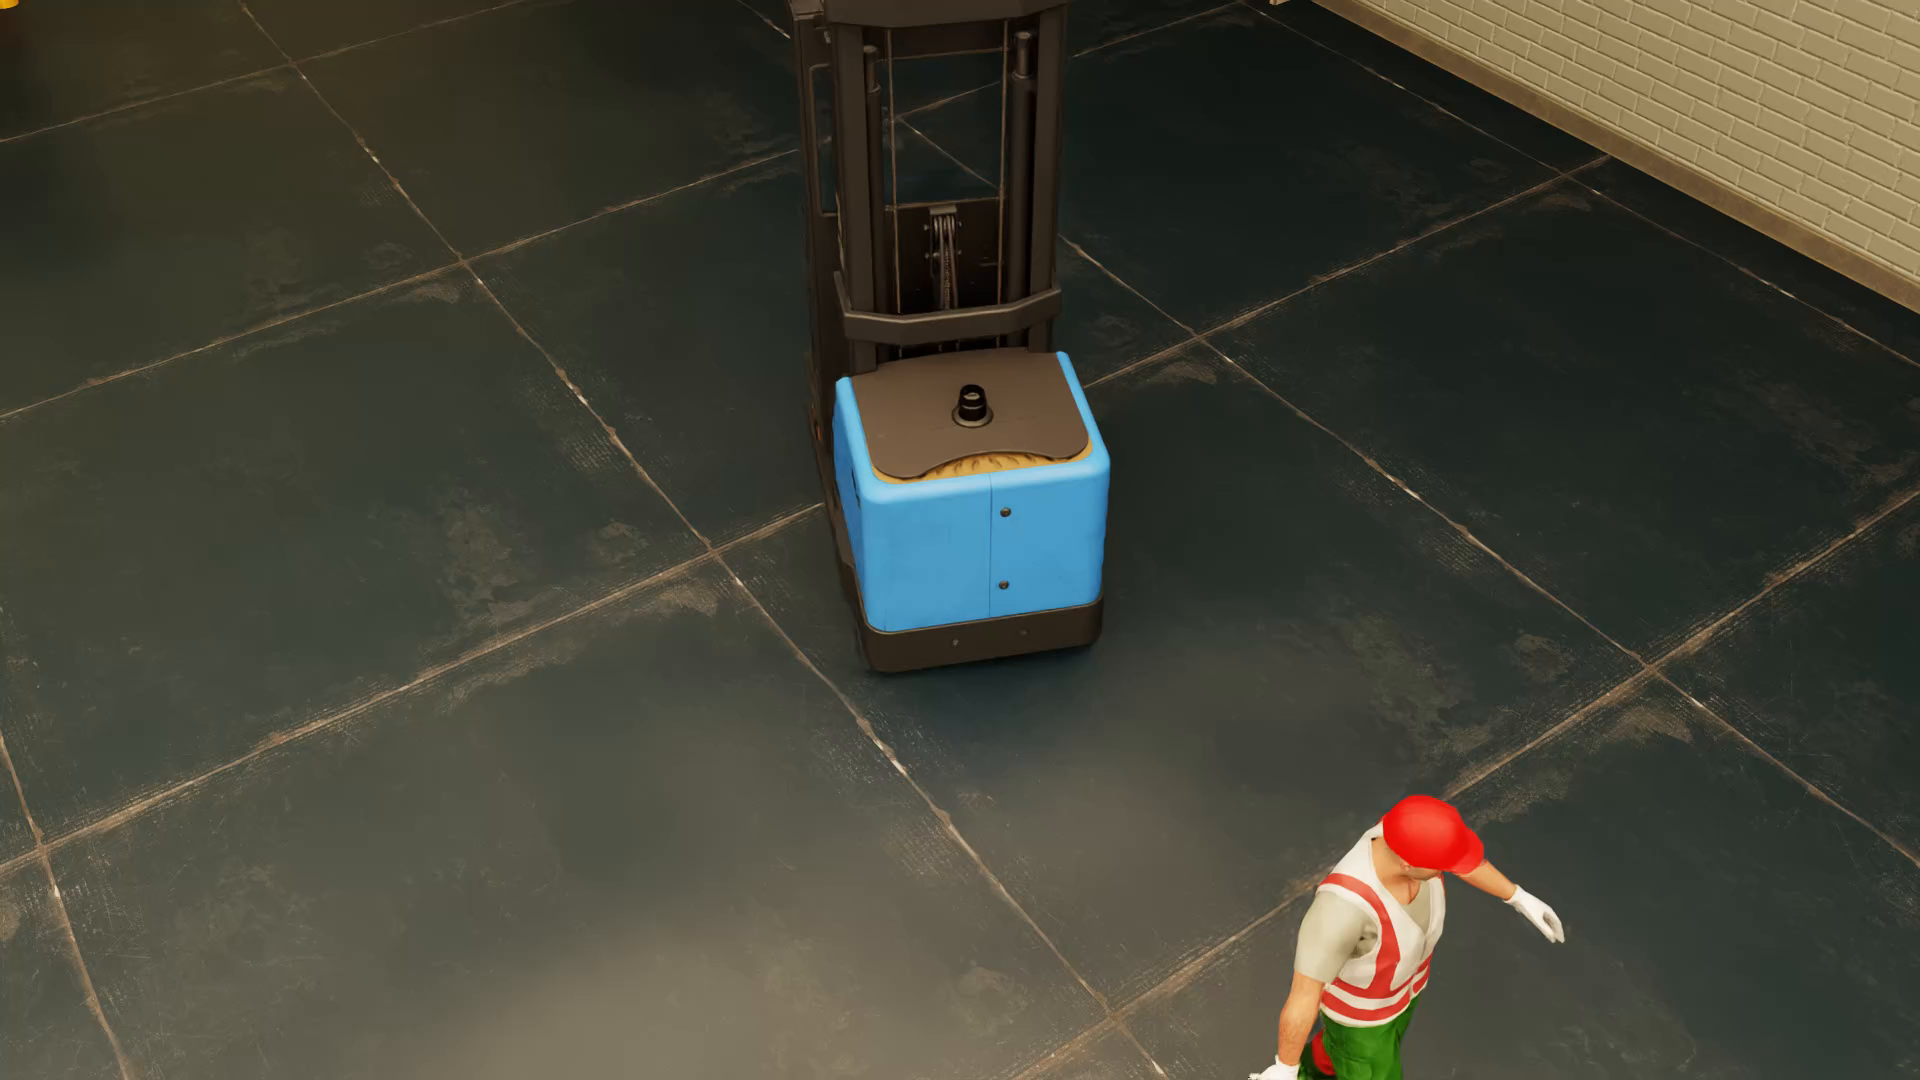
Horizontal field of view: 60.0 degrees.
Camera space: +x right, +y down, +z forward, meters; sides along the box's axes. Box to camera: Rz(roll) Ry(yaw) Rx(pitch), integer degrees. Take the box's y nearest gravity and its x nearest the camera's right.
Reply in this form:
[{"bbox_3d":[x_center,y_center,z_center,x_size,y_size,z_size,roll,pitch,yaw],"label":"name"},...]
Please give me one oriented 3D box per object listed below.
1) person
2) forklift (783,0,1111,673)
[{"bbox_3d":[1.317,1.441,5.047,0.648,1.795,1.026,33,52,31],"label":"person"},{"bbox_3d":[-0.167,-1.517,7.361,1.130,2.935,3.031,-8,43,-8],"label":"forklift"}]
